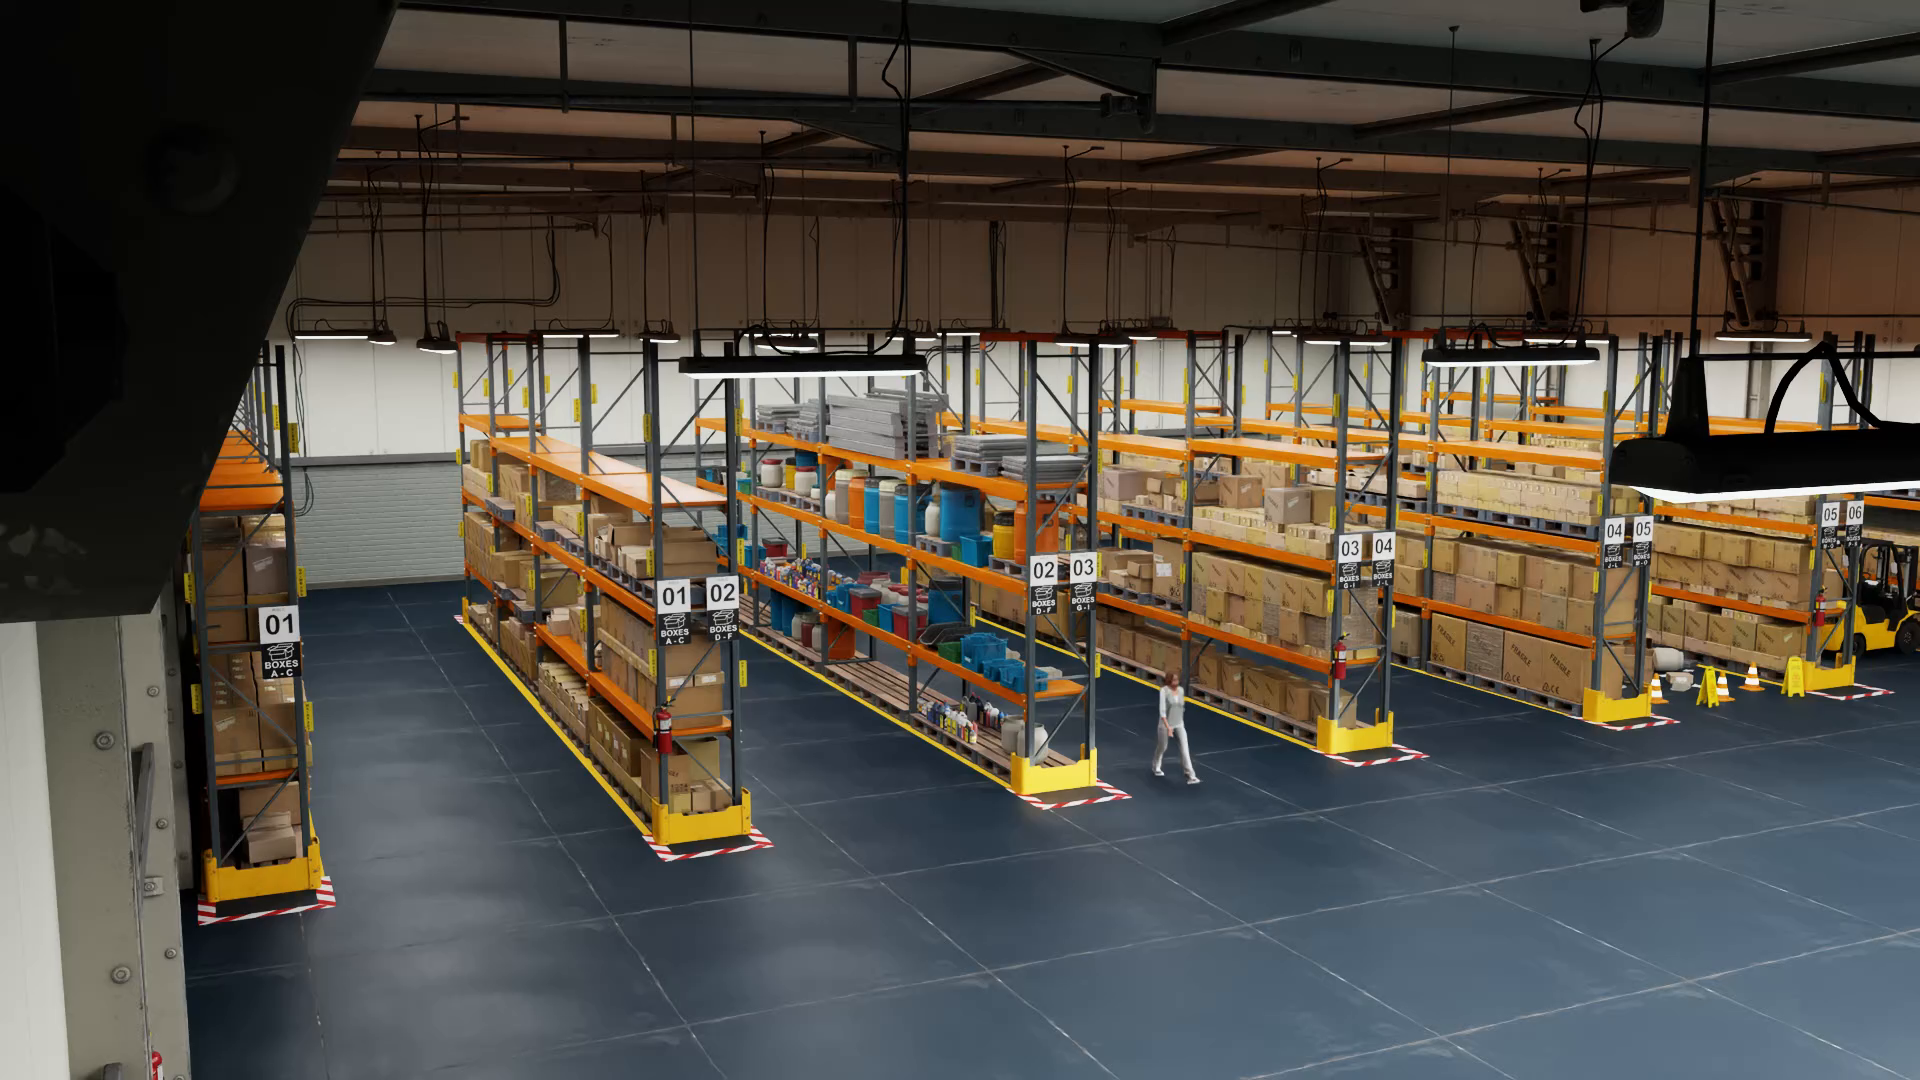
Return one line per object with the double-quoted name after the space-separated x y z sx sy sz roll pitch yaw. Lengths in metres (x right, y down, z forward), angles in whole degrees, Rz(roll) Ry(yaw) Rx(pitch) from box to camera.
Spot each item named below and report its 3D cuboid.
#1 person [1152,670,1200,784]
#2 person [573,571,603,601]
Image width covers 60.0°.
2.902 2.525 22.554 0.437 1.538 0.991 -2 8 -13 "person"
-7.331 1.090 32.807 0.710 1.666 0.696 -2 8 -15 "person"
